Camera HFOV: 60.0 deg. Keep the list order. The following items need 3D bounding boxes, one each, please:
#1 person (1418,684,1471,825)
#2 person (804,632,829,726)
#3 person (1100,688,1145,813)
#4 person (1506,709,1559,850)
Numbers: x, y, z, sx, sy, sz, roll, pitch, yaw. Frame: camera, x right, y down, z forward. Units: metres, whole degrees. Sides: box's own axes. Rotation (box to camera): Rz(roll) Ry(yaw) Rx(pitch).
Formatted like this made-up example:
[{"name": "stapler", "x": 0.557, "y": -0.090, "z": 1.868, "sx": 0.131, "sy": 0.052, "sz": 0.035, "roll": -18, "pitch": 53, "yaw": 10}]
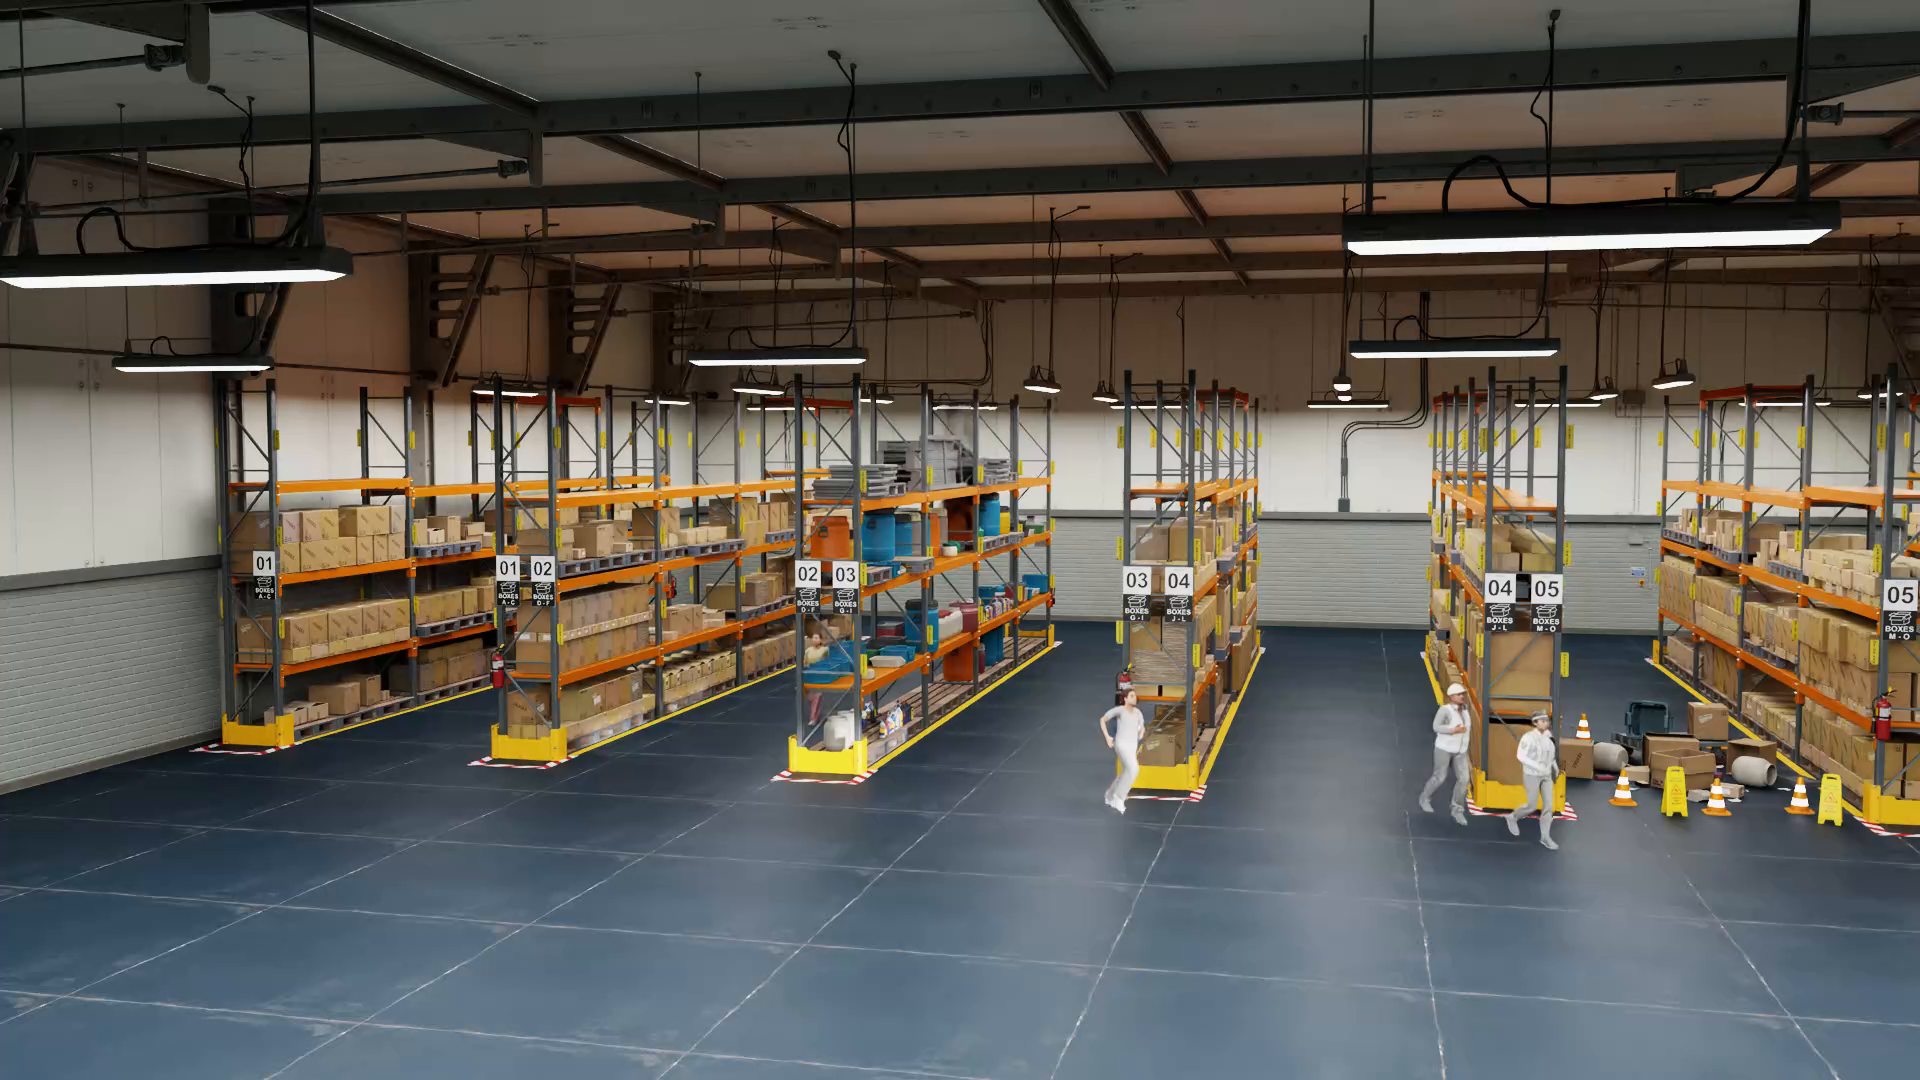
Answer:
[{"name": "person", "x": 6.493, "y": 2.803, "z": 21.994, "sx": 0.661, "sy": 1.826, "sz": 0.795, "roll": -1, "pitch": 4, "yaw": -23}, {"name": "person", "x": -2.510, "y": 2.438, "z": 29.337, "sx": 0.592, "sy": 1.633, "sz": 0.810, "roll": 1, "pitch": 3, "yaw": 11}, {"name": "person", "x": 2.256, "y": 2.828, "z": 22.534, "sx": 0.569, "sy": 1.653, "sz": 0.624, "roll": -3, "pitch": 5, "yaw": -43}, {"name": "person", "x": 7.149, "y": 2.929, "z": 20.630, "sx": 0.641, "sy": 1.696, "sz": 0.785, "roll": -2, "pitch": 4, "yaw": -24}]
